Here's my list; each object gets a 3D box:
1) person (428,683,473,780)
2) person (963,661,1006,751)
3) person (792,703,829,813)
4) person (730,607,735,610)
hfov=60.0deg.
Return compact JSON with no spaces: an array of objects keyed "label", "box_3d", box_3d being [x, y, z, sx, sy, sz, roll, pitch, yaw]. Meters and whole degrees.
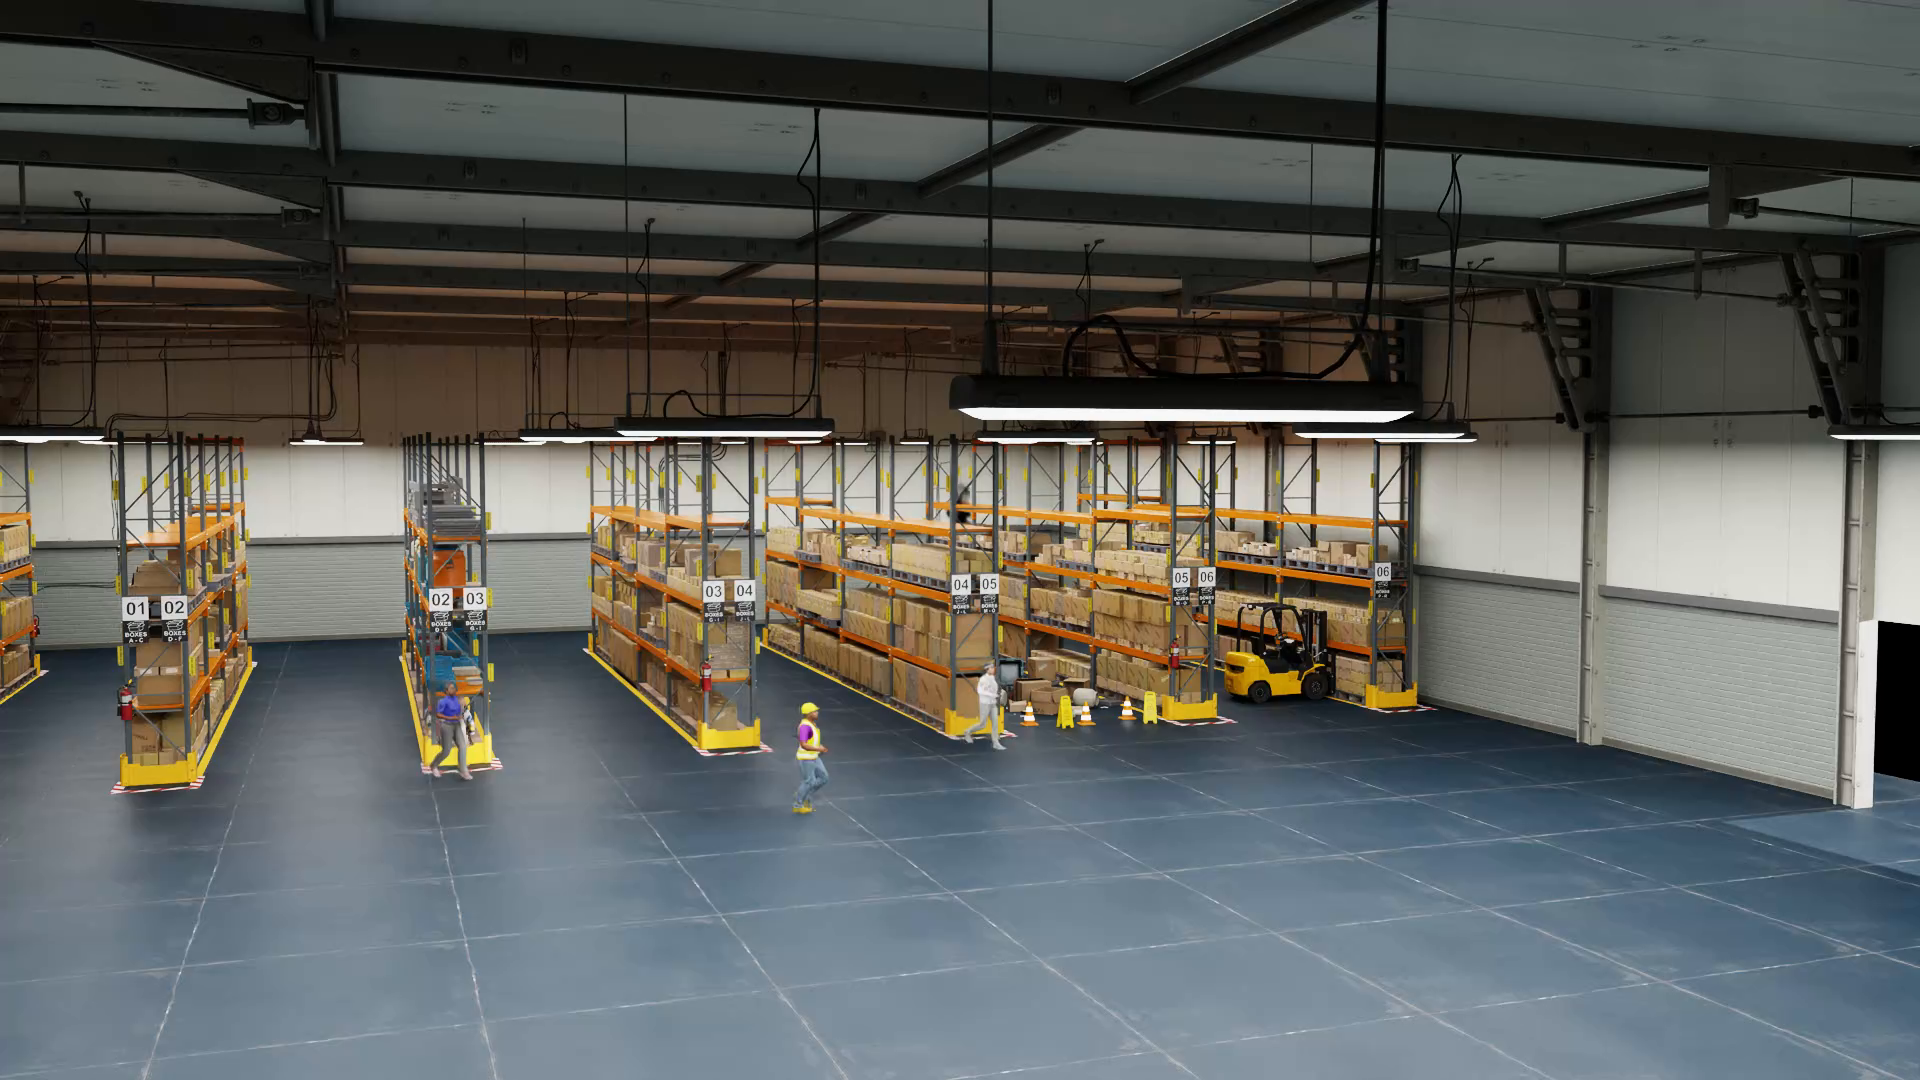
[{"label":"person","box_3d":[-8.790,3.302,28.679,0.827,1.661,0.589,1,3,25]},{"label":"person","box_3d":[0.539,3.130,31.602,0.875,1.688,0.630,2,4,31]},{"label":"person","box_3d":[-2.322,3.405,25.977,0.629,1.734,0.695,0,3,9]},{"label":"person","box_3d":[-6.460,2.275,46.608,0.697,1.742,0.722,-1,3,-22]}]
